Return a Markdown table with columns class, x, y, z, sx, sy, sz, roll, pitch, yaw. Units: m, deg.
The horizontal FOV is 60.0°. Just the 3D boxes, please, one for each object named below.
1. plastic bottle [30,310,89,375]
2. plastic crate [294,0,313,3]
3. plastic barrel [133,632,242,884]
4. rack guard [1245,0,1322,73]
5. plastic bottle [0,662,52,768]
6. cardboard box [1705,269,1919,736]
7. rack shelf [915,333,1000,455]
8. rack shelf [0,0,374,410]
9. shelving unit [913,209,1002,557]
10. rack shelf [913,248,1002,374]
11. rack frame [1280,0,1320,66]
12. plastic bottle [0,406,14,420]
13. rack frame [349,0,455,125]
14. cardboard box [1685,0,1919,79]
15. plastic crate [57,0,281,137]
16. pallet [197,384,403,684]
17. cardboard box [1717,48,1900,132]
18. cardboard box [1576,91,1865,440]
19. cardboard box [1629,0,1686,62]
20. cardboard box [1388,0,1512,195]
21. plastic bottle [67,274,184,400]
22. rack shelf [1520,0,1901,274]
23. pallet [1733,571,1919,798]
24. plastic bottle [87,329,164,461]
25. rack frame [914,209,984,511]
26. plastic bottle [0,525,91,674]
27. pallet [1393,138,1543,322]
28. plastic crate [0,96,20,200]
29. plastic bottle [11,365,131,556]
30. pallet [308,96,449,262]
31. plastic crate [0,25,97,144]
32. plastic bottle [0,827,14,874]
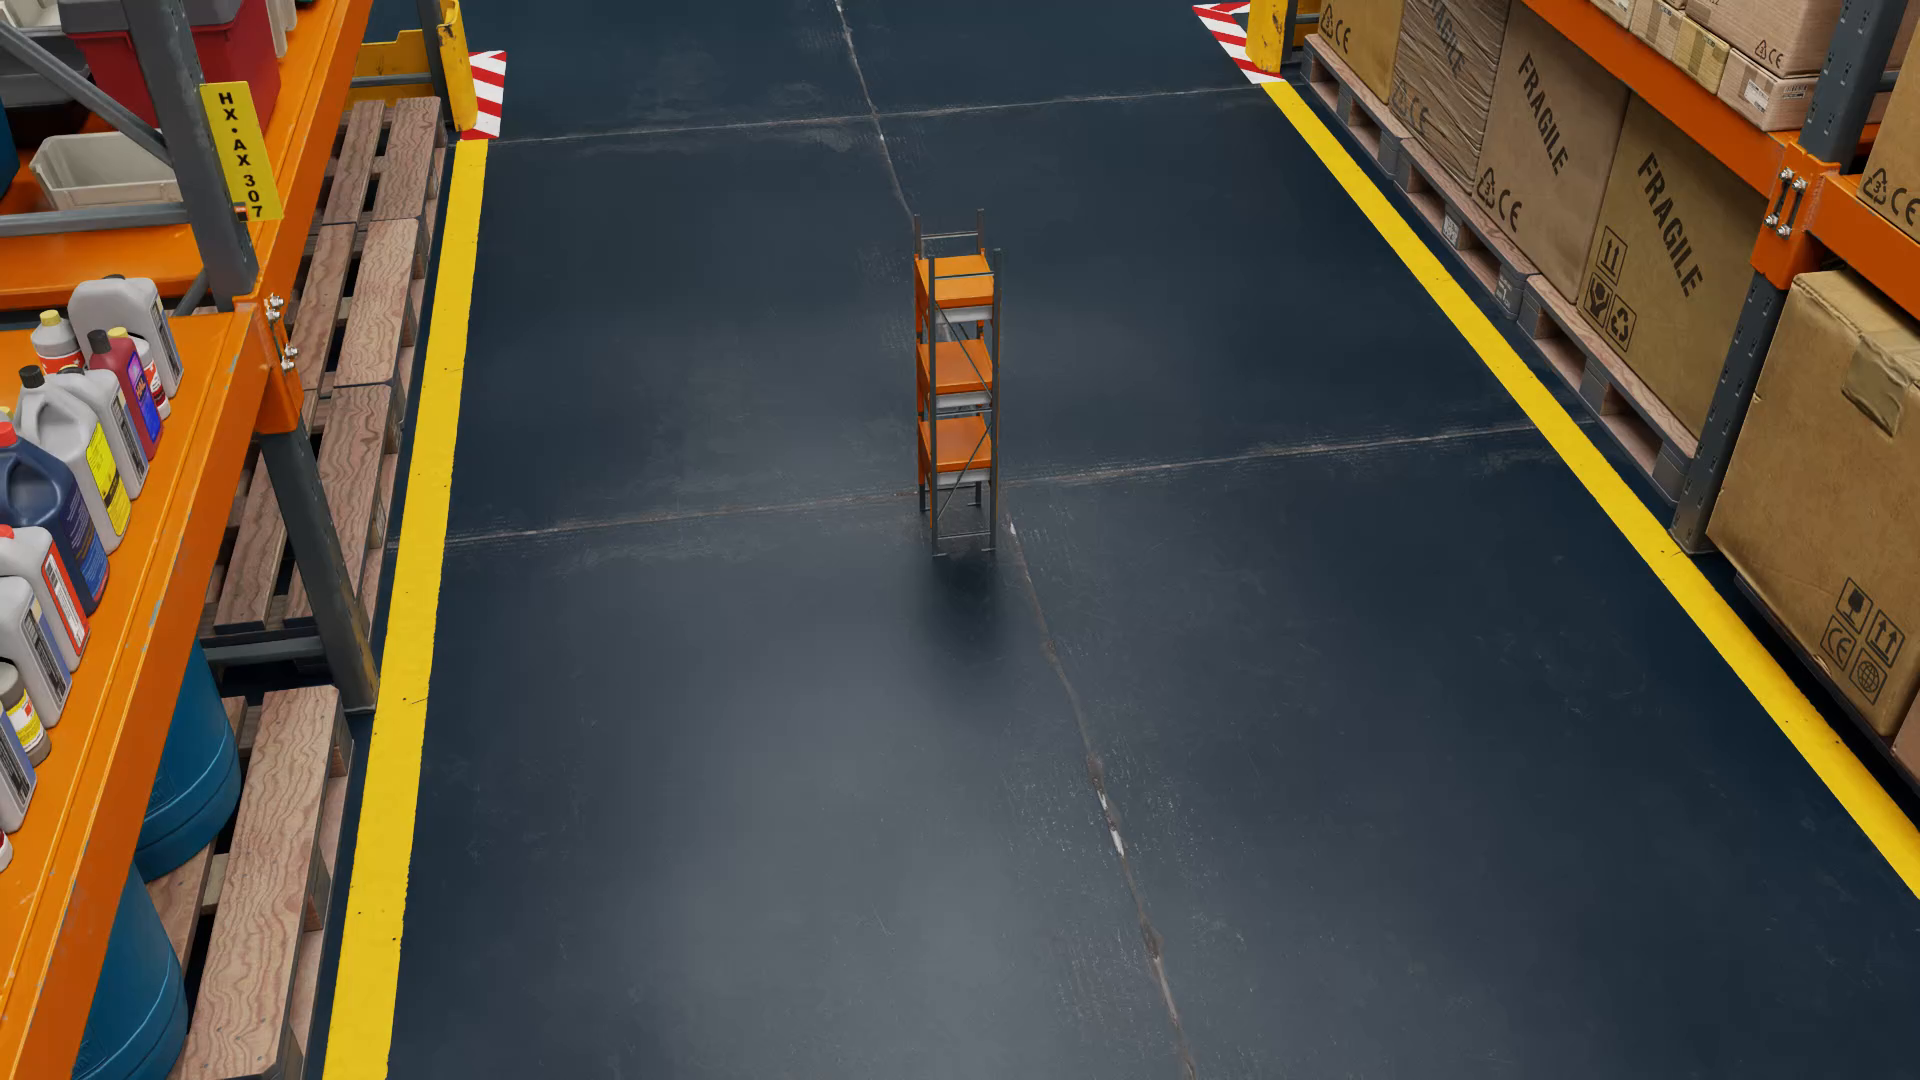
| class | x | y | z | sx | sy | sz | roll | pitch | yaw |
| --- | --- | --- | --- | --- | --- | --- | --- | --- | --- |
| plastic bottle | -1.862 | -0.382 | 3.459 | 0.097 | 0.201 | 0.097 | 0 | 38 | 0 |
| plastic crate | -2.218 | -1.849 | 5.273 | 0.416 | 0.233 | 0.300 | -6 | 38 | -8 |
| plastic barrel | -2.051 | 0.305 | 3.781 | 0.600 | 0.901 | 0.708 | -6 | 38 | -8 |
| rack guard | 2.041 | -2.665 | 8.272 | 1.175 | 0.500 | 0.348 | -6 | 38 | -8 |
| plastic bottle | -1.519 | 0.267 | 2.623 | 0.097 | 0.201 | 0.097 | 0 | 38 | 0 |
| cardboard box | 2.879 | -0.164 | 4.405 | 1.225 | 0.875 | 0.875 | -6 | 38 | -8 |
| rack shelf | -0.009 | -0.439 | 4.976 | 0.215 | 0.259 | 0.240 | -6 | 38 | -8 |
| rack shelf | -2.480 | -1.612 | 5.467 | 1.077 | 0.370 | 4.000 | -6 | 38 | -8 |
| shelving unit | -0.009 | -0.447 | 4.970 | 0.215 | 1.050 | 0.252 | -6 | 38 | -8 |
| rack shelf | -0.009 | -0.663 | 4.802 | 0.215 | 0.259 | 0.240 | -6 | 38 | -8 |
| rack frame | 2.045 | -3.637 | 7.487 | 1.000 | 3.000 | 0.127 | -6 | 38 | -8 |
| plastic bottle | -1.798 | -0.161 | 3.175 | 0.097 | 0.201 | 0.097 | 0 | 38 | 0 |
| rack frame | -2.831 | -3.104 | 6.801 | 1.000 | 3.000 | 0.127 | -6 | 38 | -8 |
| cardboard box | 2.411 | -1.518 | 4.639 | 0.500 | 0.250 | 0.500 | -7 | 38 | -9 |
| plastic crate | -2.039 | -1.304 | 4.382 | 0.402 | 0.464 | 0.583 | -6 | 38 | -8 |
| pallet | -2.297 | -0.027 | 5.113 | 1.003 | 0.211 | 1.213 | -6 | 38 | -8 |
| cardboard box | 2.371 | -1.271 | 4.646 | 0.380 | 0.149 | 0.250 | -6 | 38 | -8 |
| cardboard box | 2.710 | -0.955 | 5.424 | 0.875 | 0.875 | 0.875 | -6 | 38 | -8 |
| cardboard box | 2.281 | -1.581 | 5.045 | 0.380 | 0.149 | 0.250 | -7 | 38 | -9 |
| cardboard box | 2.396 | -2.036 | 6.816 | 0.875 | 0.875 | 0.875 | -6 | 38 | -8 |
| plastic bottle | -1.742 | -0.436 | 3.468 | 0.152 | 0.276 | 0.135 | -6 | 38 | -8 |
| rack shelf | 2.396 | -2.145 | 6.153 | 1.077 | 0.370 | 4.000 | -6 | 38 | -8 |
| pallet | 2.956 | 0.338 | 4.643 | 1.003 | 0.211 | 1.213 | -6 | 38 | -8 |
| plastic bottle | -1.657 | -0.304 | 3.292 | 0.061 | 0.283 | 0.133 | -6 | 38 | -8 |
| rack frame | -0.031 | -0.521 | 5.064 | 0.200 | 1.050 | 0.008 | -6 | 38 | -8 |
| plastic bottle | -1.590 | 0.089 | 2.791 | 0.152 | 0.276 | 0.135 | -6 | 38 | -8 |
| pallet | 2.473 | -1.326 | 6.785 | 1.003 | 0.211 | 1.213 | -6 | 38 | -8 |
| plastic crate | -2.547 | -0.951 | 3.993 | 0.392 | 0.384 | 0.575 | -6 | 38 | -8 |
| plastic bottle | -1.646 | -0.149 | 3.037 | 0.144 | 0.351 | 0.185 | -6 | 38 | -8 |
| pallet | -2.724 | -1.501 | 7.010 | 1.003 | 0.211 | 1.213 | -6 | 38 | -8 |
| plastic crate | -2.590 | -1.251 | 4.590 | 0.437 | 0.125 | 0.590 | -6 | 38 | -8 |
| plastic bottle | -1.478 | 0.407 | 2.443 | 0.097 | 0.201 | 0.097 | 0 | 38 | 0 |
